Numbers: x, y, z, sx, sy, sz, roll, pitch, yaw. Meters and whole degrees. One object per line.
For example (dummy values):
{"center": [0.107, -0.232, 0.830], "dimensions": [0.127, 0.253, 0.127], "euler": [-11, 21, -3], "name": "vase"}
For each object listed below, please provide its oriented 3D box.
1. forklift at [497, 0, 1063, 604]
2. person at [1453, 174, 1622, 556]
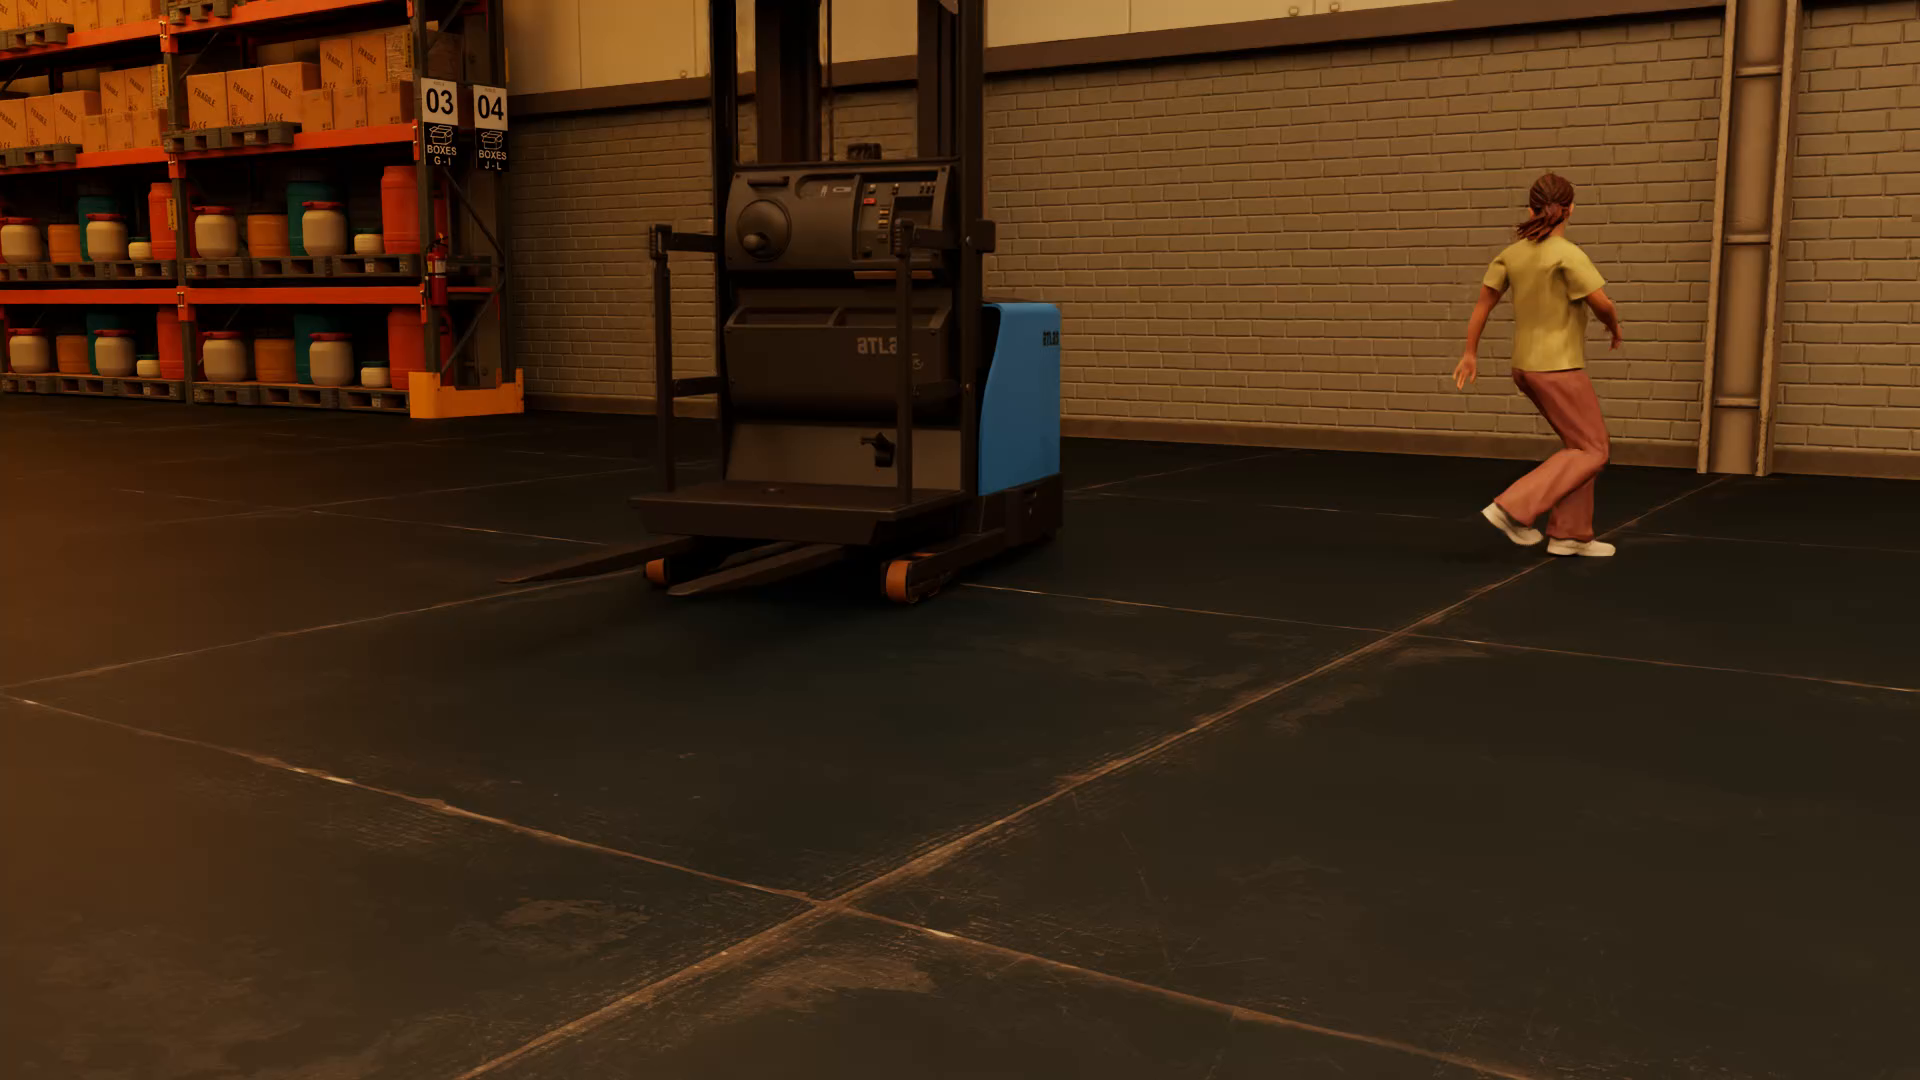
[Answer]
{"center": [-0.557, -1.285, 6.227], "dimensions": [1.130, 2.935, 3.031], "euler": [3, 9, 22], "name": "forklift"}
{"center": [2.493, -0.724, 7.023], "dimensions": [0.662, 1.612, 0.572], "euler": [-1, 8, -5], "name": "person"}
